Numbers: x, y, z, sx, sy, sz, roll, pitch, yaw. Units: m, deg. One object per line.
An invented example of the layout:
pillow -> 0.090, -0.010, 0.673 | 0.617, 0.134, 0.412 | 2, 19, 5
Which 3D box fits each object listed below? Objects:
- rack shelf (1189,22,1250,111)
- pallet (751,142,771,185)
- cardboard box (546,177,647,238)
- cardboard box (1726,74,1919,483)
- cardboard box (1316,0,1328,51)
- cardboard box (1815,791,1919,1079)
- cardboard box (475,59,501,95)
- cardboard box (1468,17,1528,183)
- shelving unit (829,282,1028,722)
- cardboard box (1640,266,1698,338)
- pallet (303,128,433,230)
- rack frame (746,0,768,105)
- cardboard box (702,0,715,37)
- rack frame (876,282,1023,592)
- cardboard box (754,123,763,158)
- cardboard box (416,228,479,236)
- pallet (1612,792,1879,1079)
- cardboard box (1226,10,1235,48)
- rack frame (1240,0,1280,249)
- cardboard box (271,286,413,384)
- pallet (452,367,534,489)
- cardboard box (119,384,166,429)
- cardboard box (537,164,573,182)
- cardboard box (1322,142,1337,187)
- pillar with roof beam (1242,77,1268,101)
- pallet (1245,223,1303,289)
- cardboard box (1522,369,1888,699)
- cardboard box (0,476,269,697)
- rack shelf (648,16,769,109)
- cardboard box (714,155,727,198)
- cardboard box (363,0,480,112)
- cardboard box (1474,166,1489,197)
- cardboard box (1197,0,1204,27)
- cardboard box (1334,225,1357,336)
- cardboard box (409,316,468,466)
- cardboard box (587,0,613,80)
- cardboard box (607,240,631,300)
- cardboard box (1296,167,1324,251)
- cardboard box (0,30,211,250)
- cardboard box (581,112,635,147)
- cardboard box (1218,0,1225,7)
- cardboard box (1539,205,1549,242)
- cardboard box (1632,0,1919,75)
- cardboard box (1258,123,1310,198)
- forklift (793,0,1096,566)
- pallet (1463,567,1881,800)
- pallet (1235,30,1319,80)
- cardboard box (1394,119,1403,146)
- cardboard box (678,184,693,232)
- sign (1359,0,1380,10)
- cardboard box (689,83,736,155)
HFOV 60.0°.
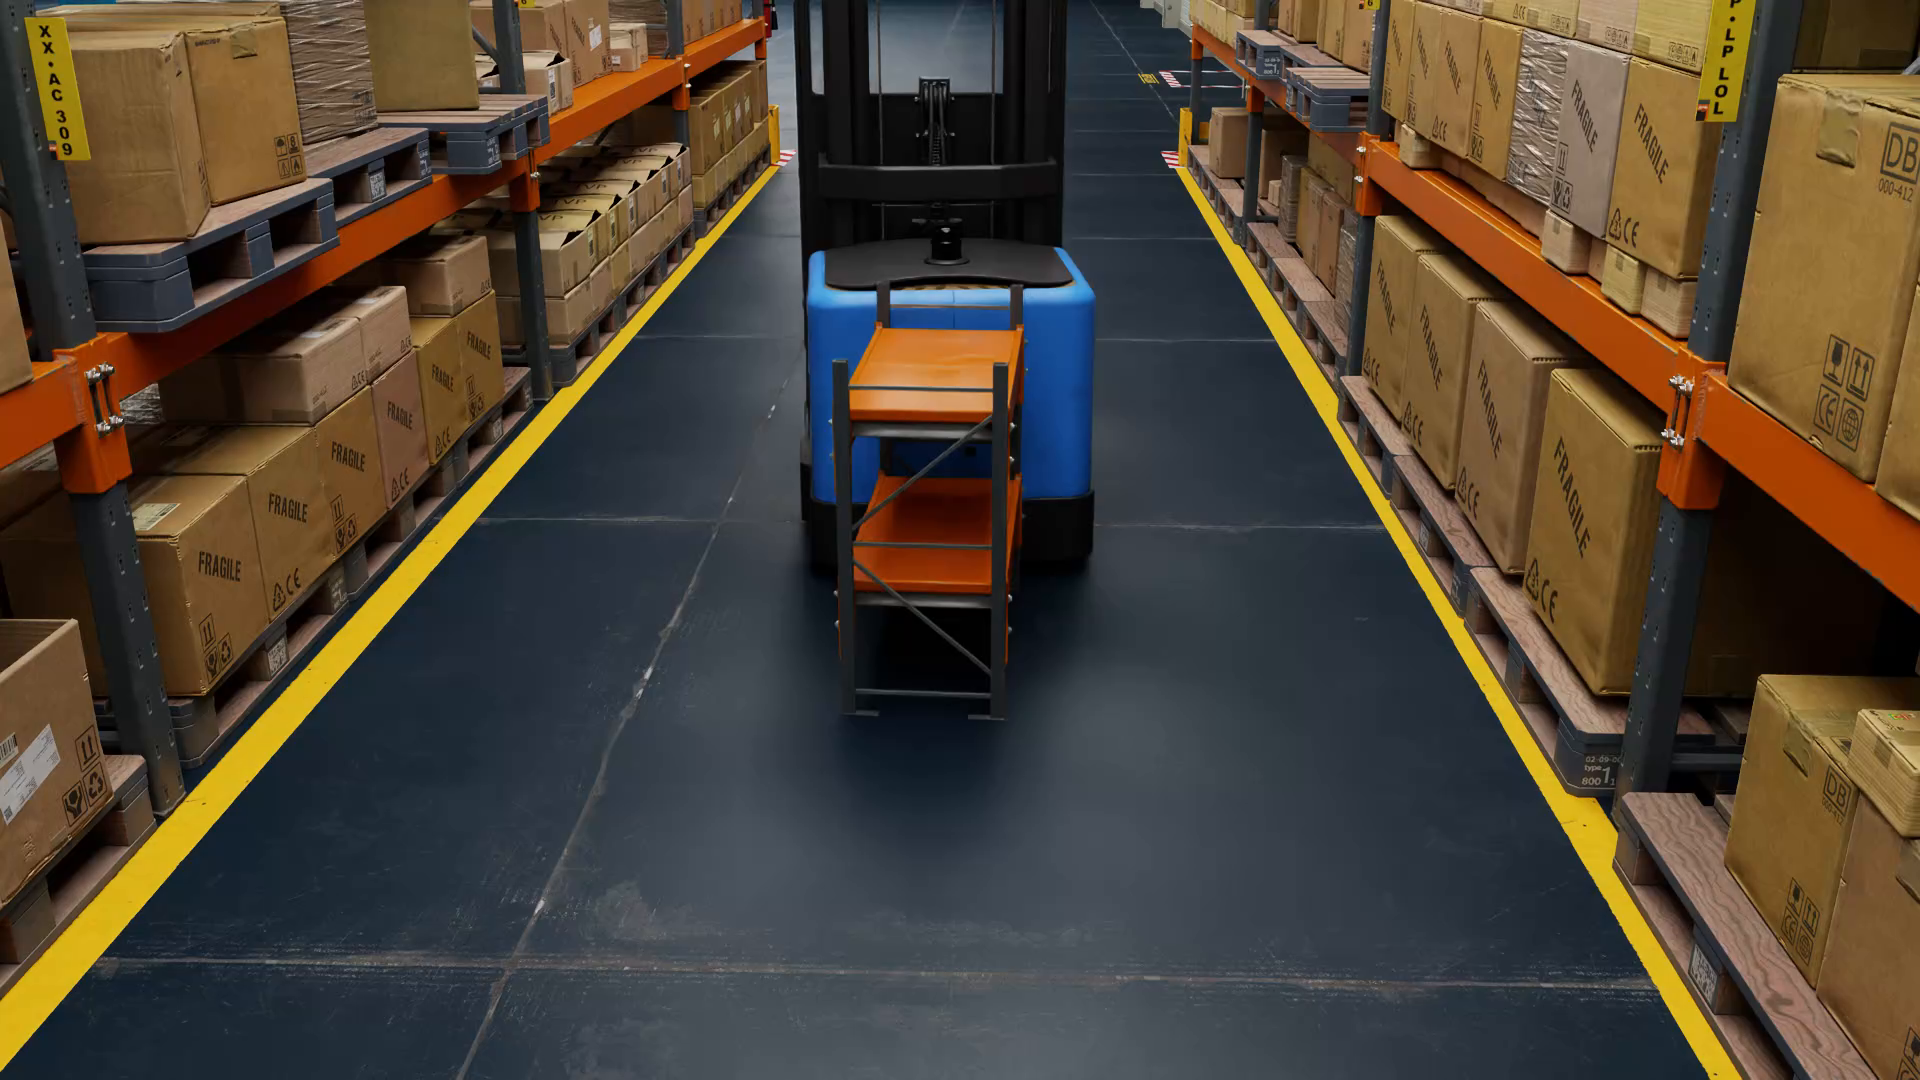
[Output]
rack shelf -> 2.584, -3.887, 13.395 | 1.077, 0.370, 4.000 | 1, 21, 2
pallet -> -2.288, -3.422, 15.056 | 1.003, 0.211, 1.213 | 1, 21, 2
cardboard box -> -2.200, -2.028, 10.055 | 0.500, 0.311, 0.500 | 0, 21, 1
cardboard box -> 2.247, -0.551, 3.387 | 0.980, 0.700, 0.700 | 1, 21, 2
cardboard box -> 2.461, -3.127, 9.695 | 0.700, 0.500, 0.500 | 4, 21, 9
cardboard box -> 2.136, 0.813, 3.161 | 0.700, 0.500, 0.500 | 0, 21, 1
cardboard box -> -2.495, -2.196, 8.165 | 0.500, 0.311, 0.500 | 2, 21, 5
cardboard box -> 2.081, -1.518, 5.718 | 0.500, 0.500, 0.500 | 1, 21, 3
shelving unit -> -0.074, -0.164, 5.395 | 0.538, 1.125, 1.048 | 2, 21, 4
cardboard box -> 2.007, -0.625, 4.312 | 0.380, 0.149, 0.250 | 1, 21, 2
pallet -> -2.605, -1.314, 6.033 | 1.003, 0.211, 1.213 | 1, 21, 2
rack frame -> -2.307, -4.999, 15.266 | 1.000, 3.000, 0.127 | 1, 21, 2
cardboard box -> -2.378, -4.317, 13.370 | 0.700, 0.500, 0.500 | 1, 21, 3
rack frame -> -0.035, -0.347, 5.868 | 0.500, 1.125, 0.032 | 2, 21, 4
cardboard box -> -2.031, -3.535, 14.713 | 0.500, 0.250, 0.500 | 1, 21, 2
cardboard box -> -2.780, -1.474, 8.626 | 0.500, 0.311, 0.500 | 1, 21, 3
pallet -> 2.178, 0.967, 3.745 | 1.003, 0.211, 1.213 | 1, 21, 2
cardboard box -> 2.258, -3.794, 12.339 | 0.500, 0.250, 0.500 | 1, 21, 2
rack frame -> 2.523, -3.500, 11.401 | 1.000, 3.000, 0.127 | 1, 21, 2
cardboard box -> -2.368, -0.765, 6.164 | 0.500, 0.250, 0.500 | 0, 21, 1
pallet -> -2.611, -0.537, 7.621 | 1.003, 0.211, 1.213 | 1, 21, 2
cardboard box -> -2.904, -0.241, 5.852 | 0.500, 0.500, 0.500 | 1, 21, 2
cardboard box -> -2.725, -2.213, 10.532 | 0.500, 0.311, 0.500 | 0, 21, 0
cardboard box -> 2.495, -2.275, 10.057 | 0.500, 0.250, 0.500 | 0, 21, 0
pillar with roof beam -> -0.632, -9.697, 19.080 | 9.100, 9.000, 0.400 | 1, 21, 2
pallet -> 2.501, -1.918, 11.180 | 1.003, 0.211, 1.213 | 1, 21, 2
cardboard box -> 2.170, -0.037, 4.869 | 0.750, 0.750, 0.750 | 1, 21, 2
cardboard box -> -2.413, 0.128, 4.900 | 0.500, 0.500, 0.500 | 0, 21, -1
rack shelf -> -2.368, -3.940, 13.532 | 1.077, 0.370, 4.000 | 1, 21, 2
cardboard box -> -2.091, -2.812, 12.849 | 0.500, 0.250, 0.500 | 1, 21, 2
cardboard box -> -2.457, -2.120, 7.127 | 0.700, 0.500, 0.500 | -7, 22, -16
cardboard box -> 2.149, -1.363, 6.216 | 0.380, 0.149, 0.250 | 1, 21, 2
cardboard box -> 2.311, -4.524, 14.222 | 0.500, 0.250, 0.500 | 0, 21, 0
cardboard box -> 2.371, -1.354, 8.719 | 0.700, 0.500, 0.500 | 1, 21, 2
cardboard box -> -2.360, -0.618, 6.823 | 0.500, 0.500, 0.500 | 0, 21, 0
cardboard box -> -2.484, -3.131, 10.314 | 0.500, 0.500, 0.500 | 2, 21, 6
cardboard box -> -2.216, -1.576, 9.665 | 0.500, 0.250, 0.500 | 0, 21, 0
cardboard box -> 2.552, -2.086, 10.605 | 0.700, 0.500, 0.500 | 0, 21, 1
cardboard box -> -2.434, -1.071, 4.425 | 0.700, 0.500, 0.500 | -7, 22, -17
cardboard box -> -2.606, -3.167, 12.728 | 0.500, 0.500, 0.500 | 1, 21, 2
cardboard box -> 2.264, -4.325, 12.673 | 0.500, 0.500, 0.500 | 0, 21, 0
cardboard box -> 2.067, -0.993, 5.261 | 0.380, 0.149, 0.250 | 1, 21, 2
cardboard box -> 2.038, -1.323, 4.178 | 0.500, 0.250, 0.500 | 1, 21, 3
cardboard box -> 2.515, -2.915, 12.742 | 0.500, 0.500, 0.500 | -1, 21, -2
forklift -> -0.139, -1.762, 7.018 | 1.130, 2.935, 3.031 | -2, 21, -4
pallet -> 2.228, 0.413, 5.172 | 1.003, 0.211, 1.213 | 1, 21, 2
pallet -> 2.354, -3.135, 10.728 | 1.003, 0.211, 1.213 | 1, 21, 2
cardboard box -> 2.160, -1.829, 7.416 | 0.380, 0.149, 0.250 | 0, 21, 1
cardboard box -> -2.151, -2.313, 11.565 | 0.500, 0.250, 0.500 | 0, 21, 1
sign -> 1.859, -2.559, 7.486 | 0.100, 0.325, 0.005 | 1, 21, 2
cardboard box -> -2.071, -3.342, 13.179 | 0.500, 0.500, 0.500 | 1, 21, 2
